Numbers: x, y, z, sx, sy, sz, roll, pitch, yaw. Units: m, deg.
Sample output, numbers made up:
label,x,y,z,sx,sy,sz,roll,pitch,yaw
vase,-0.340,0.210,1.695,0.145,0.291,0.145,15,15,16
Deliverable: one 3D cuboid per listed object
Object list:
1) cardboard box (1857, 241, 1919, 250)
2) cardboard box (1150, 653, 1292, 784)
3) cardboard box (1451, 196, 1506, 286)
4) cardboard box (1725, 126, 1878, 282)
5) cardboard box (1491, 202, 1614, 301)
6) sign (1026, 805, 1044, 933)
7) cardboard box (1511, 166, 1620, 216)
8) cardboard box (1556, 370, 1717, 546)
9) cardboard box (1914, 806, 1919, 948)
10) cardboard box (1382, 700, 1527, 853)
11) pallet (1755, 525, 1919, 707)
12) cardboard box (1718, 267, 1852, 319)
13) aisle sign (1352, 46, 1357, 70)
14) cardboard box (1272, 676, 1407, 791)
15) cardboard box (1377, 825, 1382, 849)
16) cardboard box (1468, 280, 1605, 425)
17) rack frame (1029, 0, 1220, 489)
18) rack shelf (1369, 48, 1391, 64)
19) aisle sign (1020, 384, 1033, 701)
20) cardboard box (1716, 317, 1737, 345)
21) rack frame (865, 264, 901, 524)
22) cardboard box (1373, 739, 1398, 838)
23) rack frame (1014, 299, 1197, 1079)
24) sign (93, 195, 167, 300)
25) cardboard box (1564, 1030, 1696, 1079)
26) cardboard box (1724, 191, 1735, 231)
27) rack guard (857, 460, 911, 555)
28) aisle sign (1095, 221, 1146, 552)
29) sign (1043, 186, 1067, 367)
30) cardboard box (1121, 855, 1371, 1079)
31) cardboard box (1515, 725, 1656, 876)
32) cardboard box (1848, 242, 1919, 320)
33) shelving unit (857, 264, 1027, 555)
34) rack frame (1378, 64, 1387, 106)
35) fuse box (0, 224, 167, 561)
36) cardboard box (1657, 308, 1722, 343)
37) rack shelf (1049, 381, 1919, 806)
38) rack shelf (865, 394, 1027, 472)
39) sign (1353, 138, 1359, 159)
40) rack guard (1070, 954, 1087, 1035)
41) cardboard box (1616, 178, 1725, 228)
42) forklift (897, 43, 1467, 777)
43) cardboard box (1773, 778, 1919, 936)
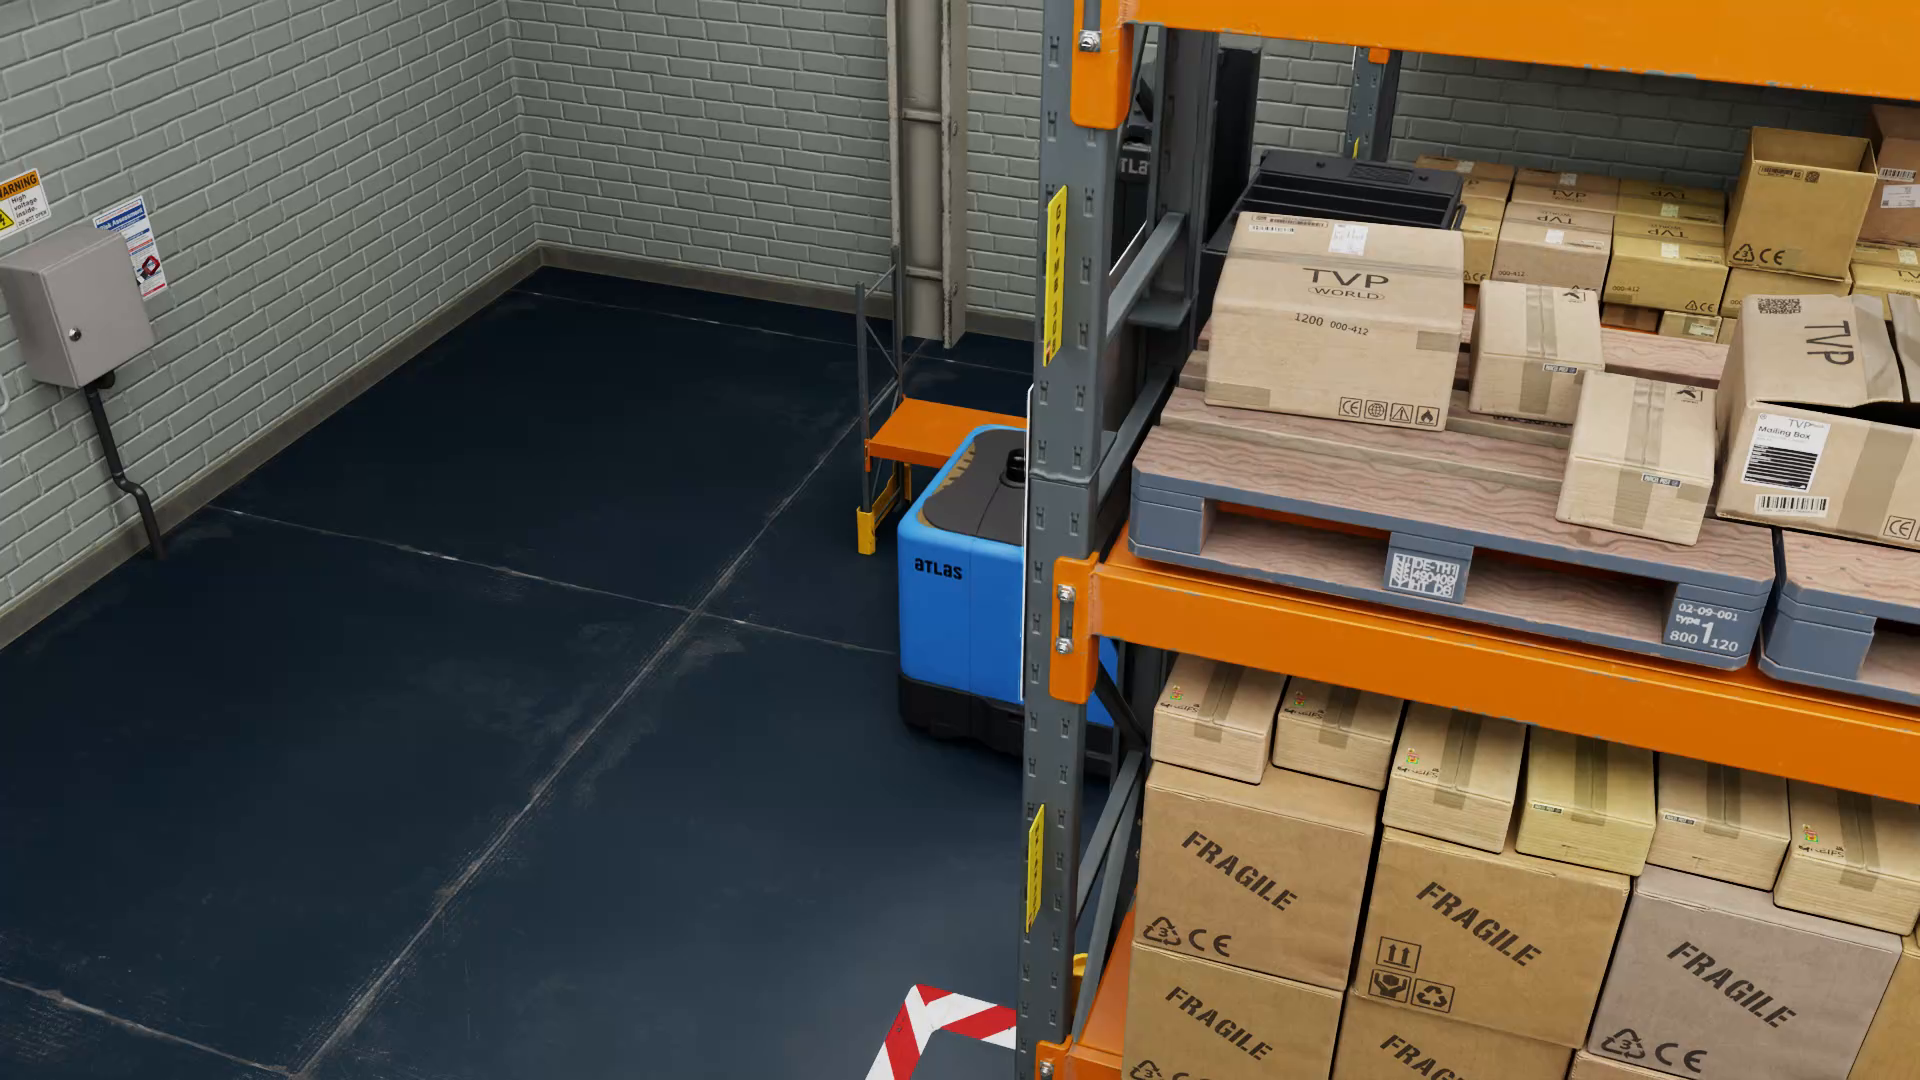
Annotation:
label,x,y,z,sx,sy,sz,roll,pitch,yaw
cardboard box,4.472,-1.388,7.998,0.500,0.250,0.500,12,35,18
cardboard box,0.611,0.361,3.813,0.250,0.149,0.380,12,35,17
cardboard box,2.377,-1.487,8.151,0.500,0.250,0.500,11,34,17
cardboard box,3.789,-1.528,7.523,0.500,0.500,0.500,12,35,18
cardboard box,2.852,-1.395,8.009,0.500,0.250,0.500,11,35,17
sign,0.177,0.775,3.913,0.005,0.325,0.100,11,34,16
cardboard box,3.048,-1.664,8.426,0.500,0.250,0.500,11,34,17
cardboard box,1.316,-0.167,3.230,0.250,0.149,0.380,12,35,18
cardboard box,2.056,0.667,3.340,0.250,0.149,0.380,10,34,15
cardboard box,1.087,0.479,3.630,0.250,0.149,0.380,12,35,18
pallet,2.224,0.020,3.271,1.213,0.211,1.003,11,34,16
cardboard box,3.819,-1.221,7.740,0.500,0.250,0.500,10,34,15
aisle sign,1.878,-2.600,7.615,0.004,0.787,0.394,11,34,16
cardboard box,0.881,0.373,3.795,0.250,0.149,0.380,12,35,18
cardboard box,1.380,0.900,4.498,0.500,0.500,0.500,10,34,15
cardboard box,1.245,-0.411,3.608,0.250,0.149,0.380,8,34,13
rack frame,0.370,-1.631,2.979,0.127,3.000,1.000,11,34,16
rack shelf,3.924,-2.237,7.348,4.000,0.370,1.077,11,34,16
aisle sign,0.204,-0.068,3.692,0.004,0.787,0.394,11,34,16
cardboard box,3.708,-1.041,7.828,0.250,0.149,0.380,12,35,18
rack frame,-0.398,-0.708,8.464,0.013,1.308,0.475,11,34,16
cardboard box,0.904,0.394,4.360,0.500,0.500,0.500,12,35,18
rack frame,0.370,0.890,4.607,0.127,3.000,1.000,11,34,16
sign,-4.129,-1.426,8.281,0.001,0.494,0.329,11,34,16
cardboard box,1.683,1.263,3.937,0.500,0.500,0.500,11,34,16
cardboard box,4.005,-1.475,8.133,0.500,0.250,0.500,11,34,16
rack guard,-0.397,-0.182,8.802,0.087,0.250,0.587,11,34,16
aisle sign,0.407,-0.374,4.167,0.004,0.787,0.394,11,34,16
sign,0.177,-0.489,3.097,0.005,0.325,0.100,11,34,16
cardboard box,0.725,1.082,4.216,0.500,0.500,0.500,11,34,16
cardboard box,1.341,0.518,3.570,0.250,0.149,0.380,10,34,15
cardboard box,4.303,-1.126,7.593,0.500,0.250,0.500,11,34,16
shelving unit,0.072,-0.616,8.322,1.083,1.500,0.587,11,34,16
rack frame,2.040,-1.644,8.531,0.053,2.616,0.949,11,34,16
fuse box,-4.100,-0.635,8.156,0.414,1.711,0.539,11,34,16
cardboard box,3.454,-1.079,7.887,0.250,0.149,0.380,10,34,15
rack shelf,2.252,0.298,3.421,4.000,0.370,1.077,11,34,16
rack shelf,0.080,-0.463,8.417,1.000,0.185,0.538,11,34,16
sign,1.858,-1.732,7.869,0.005,0.325,0.100,11,34,16
rack guard,0.347,1.935,5.291,0.348,0.500,1.175,11,34,16
cardboard box,3.513,-1.571,8.281,0.500,0.250,0.500,12,35,18
forklift,1.294,-0.346,6.583,3.031,2.935,1.130,12,35,18
cardboard box,1.827,0.606,3.433,0.250,0.149,0.380,11,35,17
